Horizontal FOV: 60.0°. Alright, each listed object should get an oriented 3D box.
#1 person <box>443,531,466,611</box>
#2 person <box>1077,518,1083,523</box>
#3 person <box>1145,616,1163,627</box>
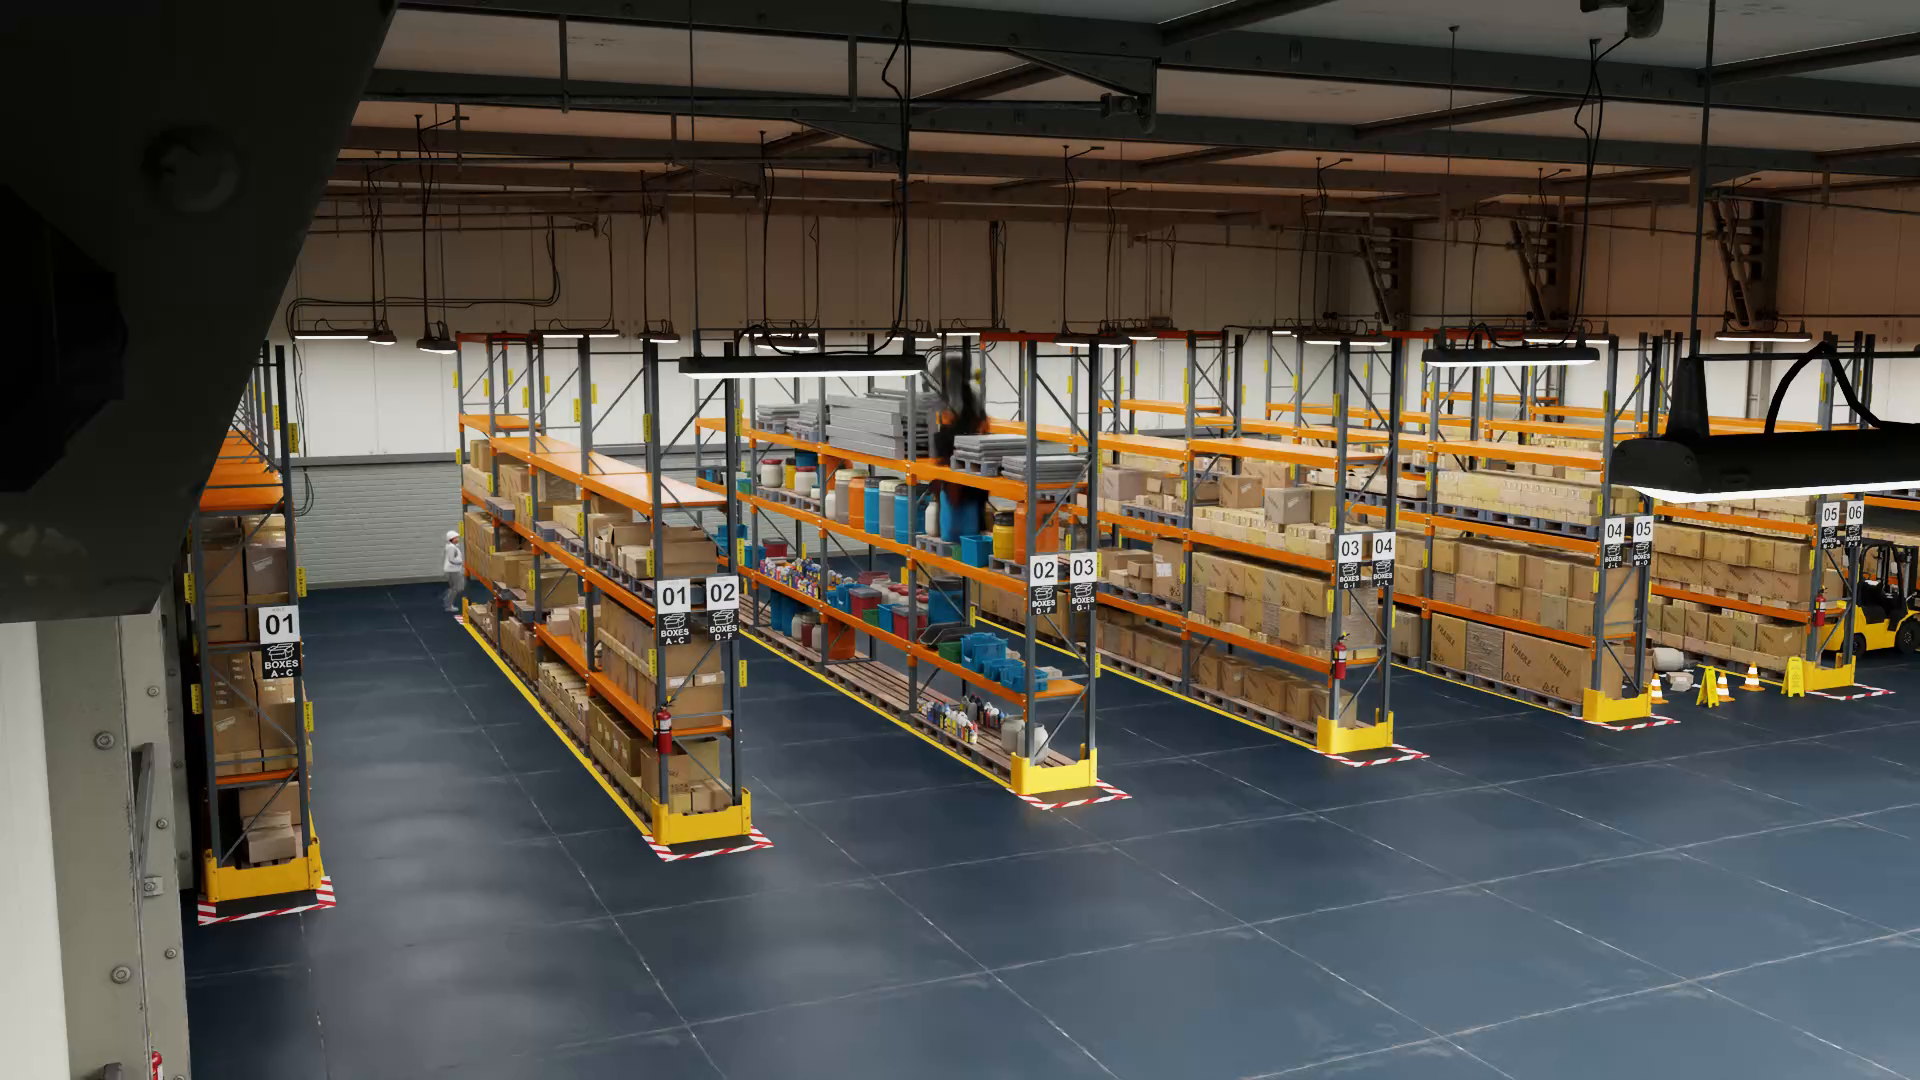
[{"bbox_3d":[-10.811,0.659,35.695,0.586,1.739,0.643,-2,8,-13],"label":"person"},{"bbox_3d":[2.715,0.299,38.792,0.635,1.687,0.588,-3,8,-23],"label":"person"},{"bbox_3d":[3.959,1.052,32.964,0.807,1.734,0.597,-2,8,-16],"label":"person"}]
